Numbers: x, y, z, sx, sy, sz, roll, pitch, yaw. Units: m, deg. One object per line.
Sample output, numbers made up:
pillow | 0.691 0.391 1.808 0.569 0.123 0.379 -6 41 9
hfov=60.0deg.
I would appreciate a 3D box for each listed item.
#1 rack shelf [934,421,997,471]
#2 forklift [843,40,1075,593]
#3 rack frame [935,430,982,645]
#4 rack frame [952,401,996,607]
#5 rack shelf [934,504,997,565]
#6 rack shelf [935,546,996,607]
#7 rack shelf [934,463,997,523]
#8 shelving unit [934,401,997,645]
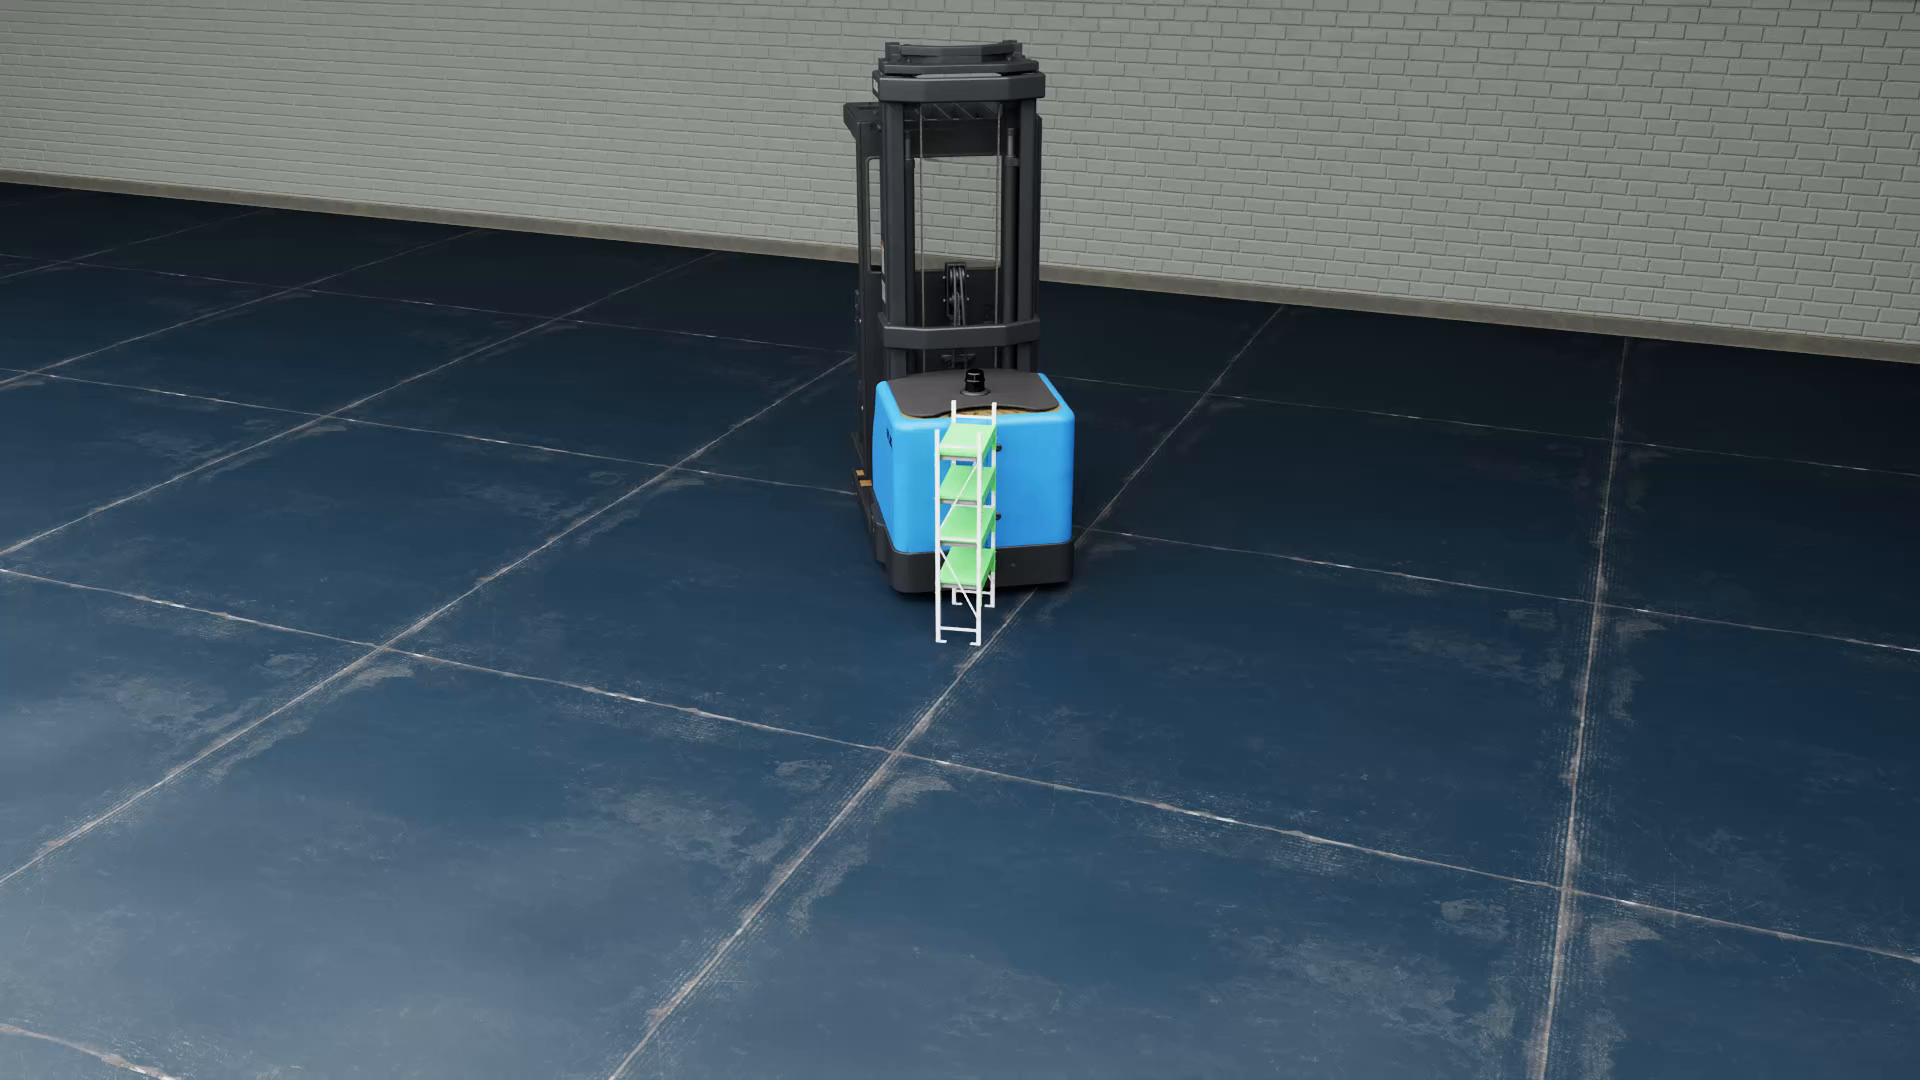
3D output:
rack shelf | 0.034 -0.476 8.754 0.258 0.148 0.480 4 23 9
forklift | -0.107 -1.591 10.255 1.130 2.935 3.031 -4 23 -9
rack frame | -0.008 0.000 8.693 0.240 1.200 0.015 4 23 9
rack frame | 0.075 -0.185 9.136 0.240 1.200 0.015 4 23 9
rack shelf | 0.034 -0.033 8.939 0.258 0.148 0.480 4 23 9
rack shelf | 0.034 0.188 9.032 0.258 0.148 0.480 4 23 9
rack shelf | 0.034 -0.255 8.847 0.258 0.148 0.480 4 23 9
shelving unit | 0.034 -0.092 8.914 0.258 1.200 0.503 4 23 9
